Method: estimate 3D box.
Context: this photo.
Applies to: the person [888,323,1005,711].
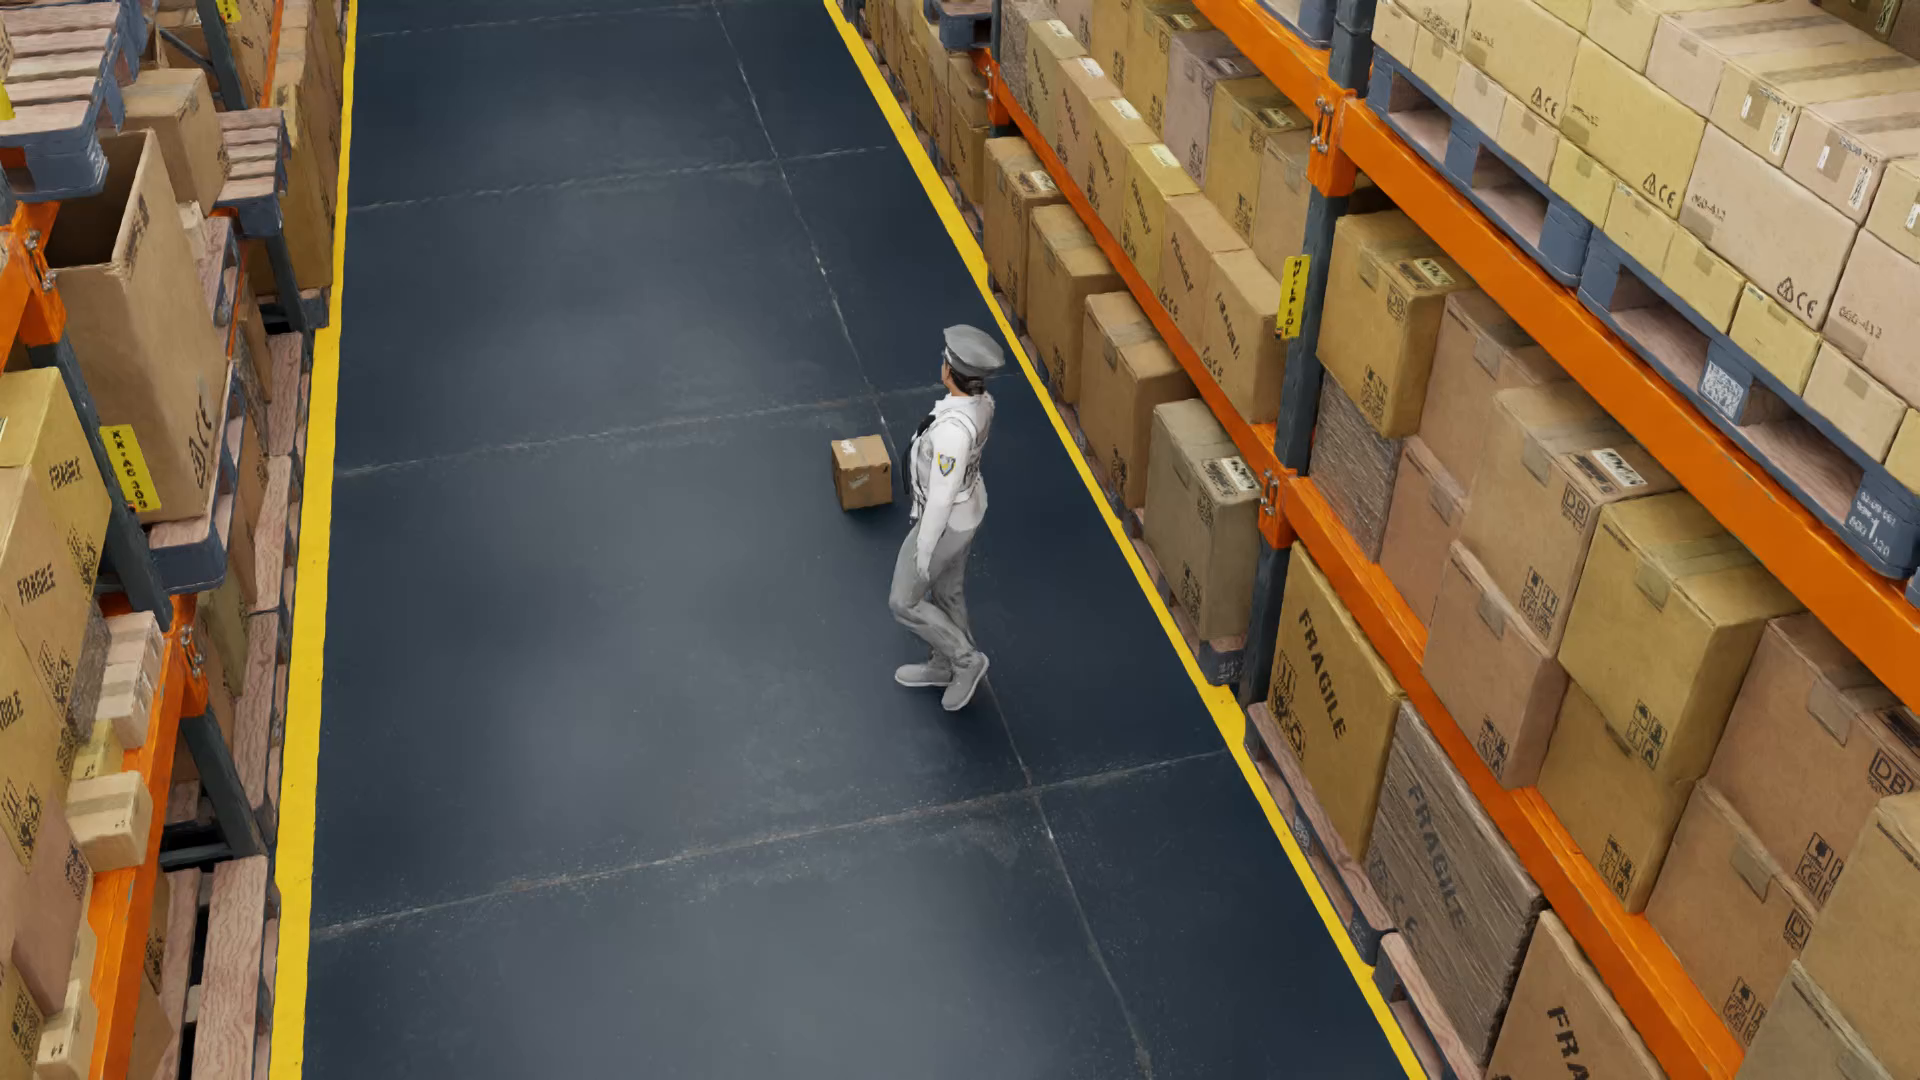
[{"bbox_3d":[-0.056,-0.067,6.791,0.432,1.669,0.554,9,39,11],"label":"person"}]
